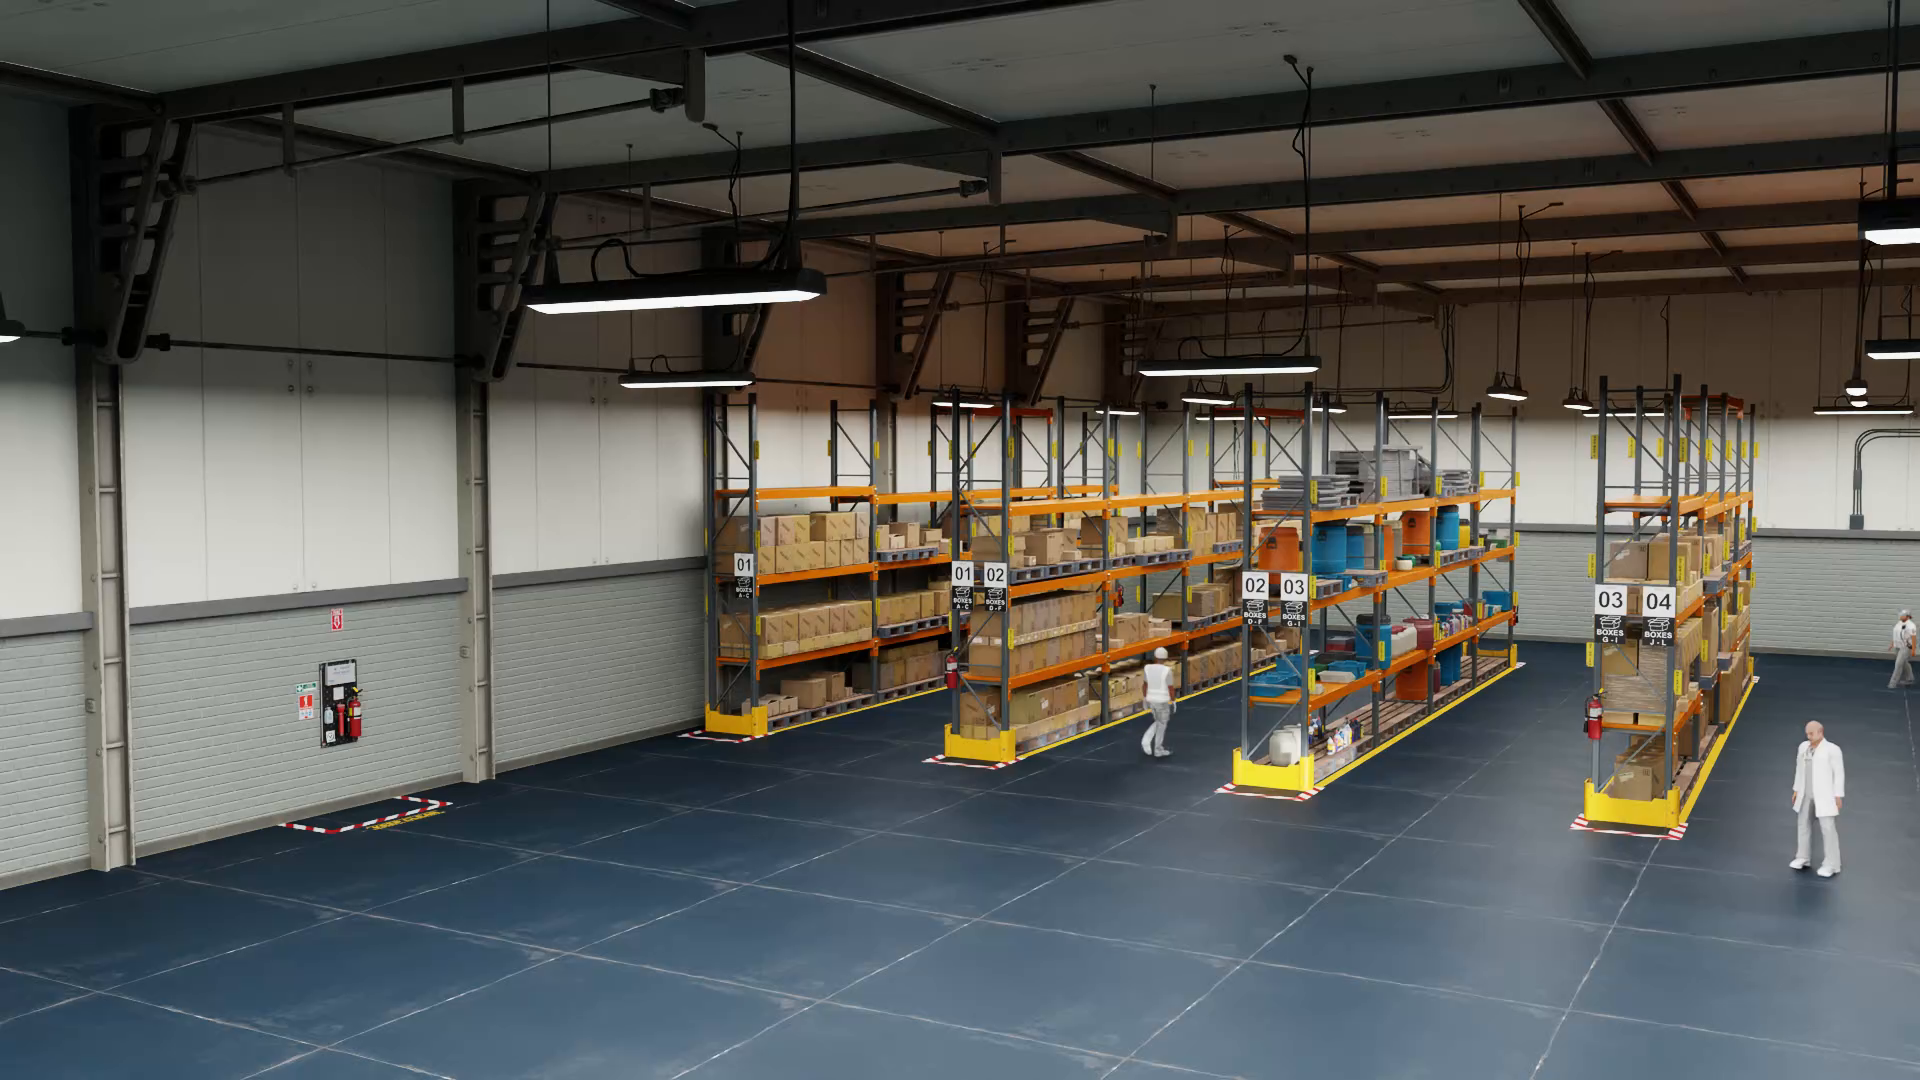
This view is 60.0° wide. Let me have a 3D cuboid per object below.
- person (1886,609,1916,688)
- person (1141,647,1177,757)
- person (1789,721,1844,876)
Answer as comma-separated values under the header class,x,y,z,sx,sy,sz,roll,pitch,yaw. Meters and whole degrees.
class,x,y,z,sx,sy,sz,roll,pitch,yaw
person,19.901,2.299,35.187,0.803,1.675,0.570,0,3,-5
person,3.242,2.632,27.048,0.504,1.780,0.522,-2,4,-30
person,10.137,3.037,19.758,0.426,1.780,0.628,-1,3,-25
